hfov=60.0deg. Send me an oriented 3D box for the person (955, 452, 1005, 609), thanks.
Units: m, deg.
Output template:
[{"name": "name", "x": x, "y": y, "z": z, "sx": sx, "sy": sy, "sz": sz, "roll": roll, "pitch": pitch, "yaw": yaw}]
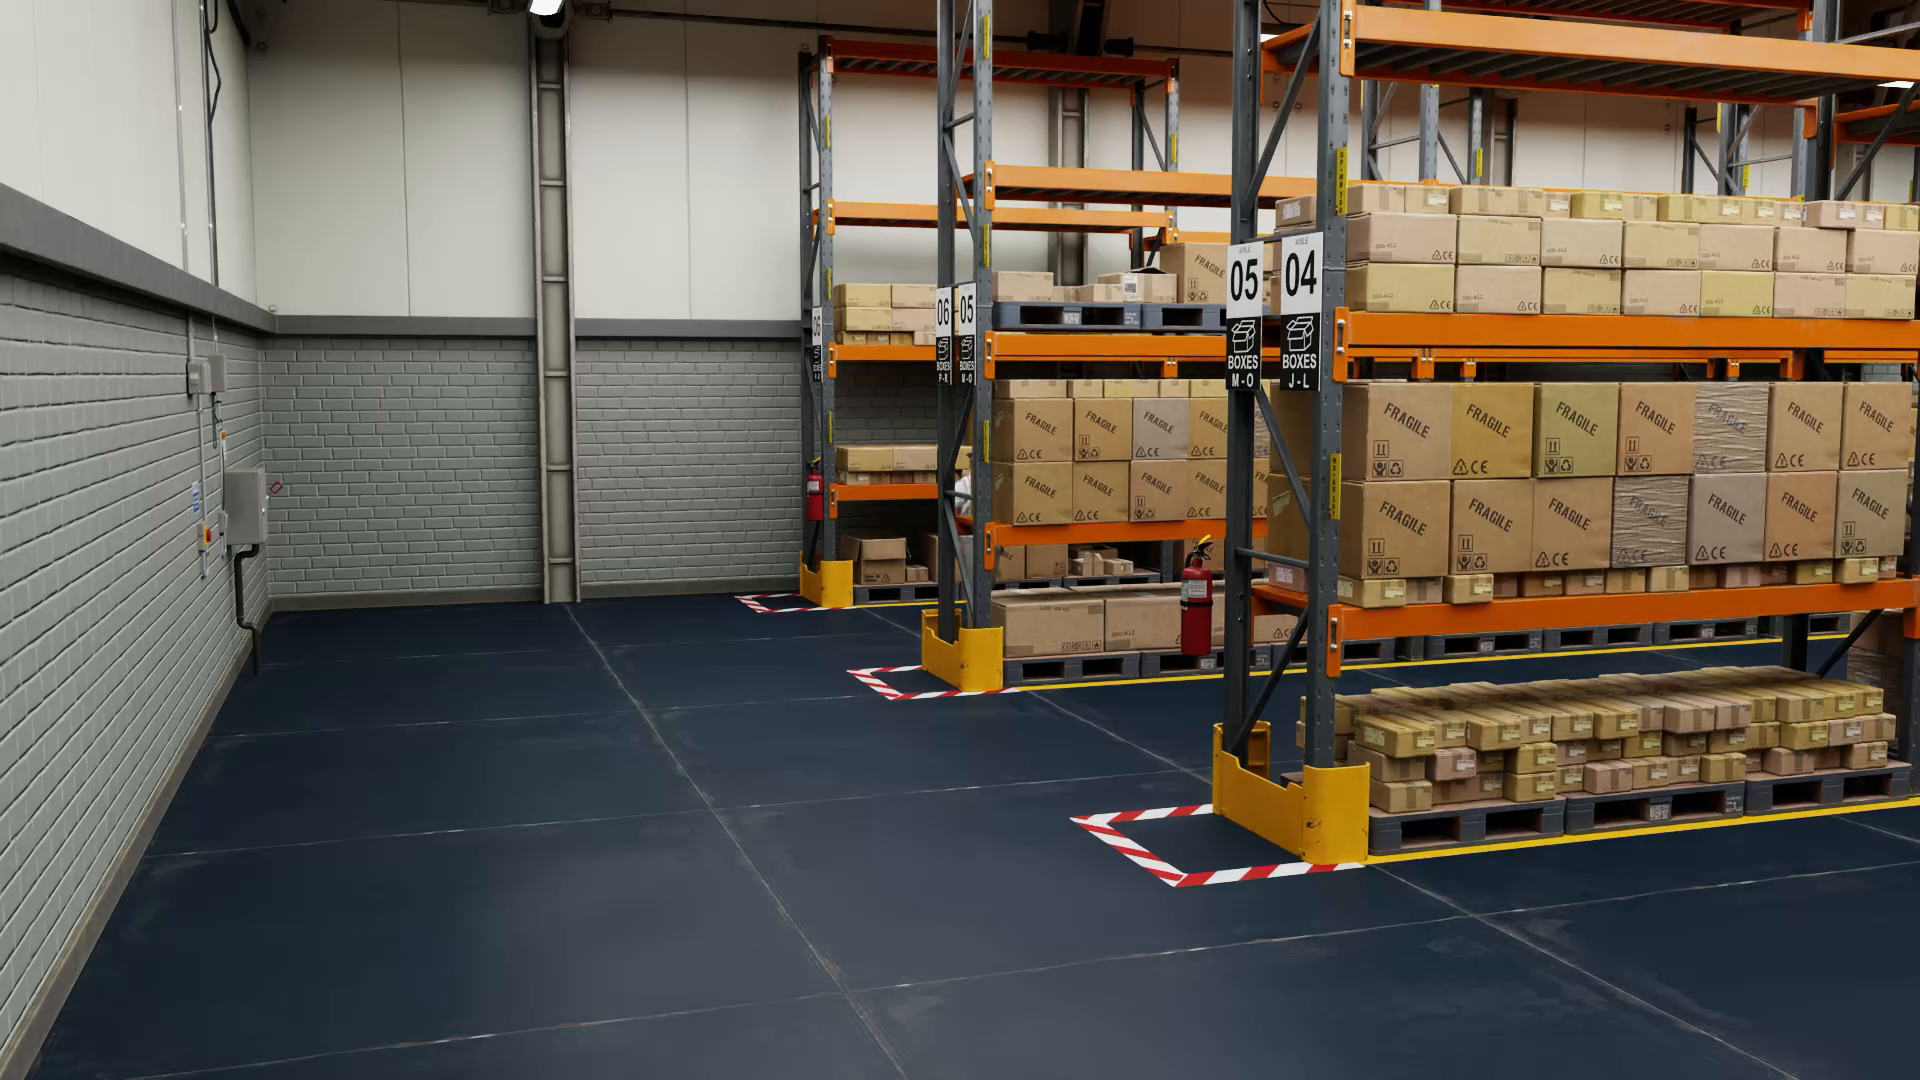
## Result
[{"name": "person", "x": 0.216, "y": -0.010, "z": 16.282, "sx": 0.550, "sy": 1.760, "sz": 0.701, "roll": -3, "pitch": 6, "yaw": -24}]
